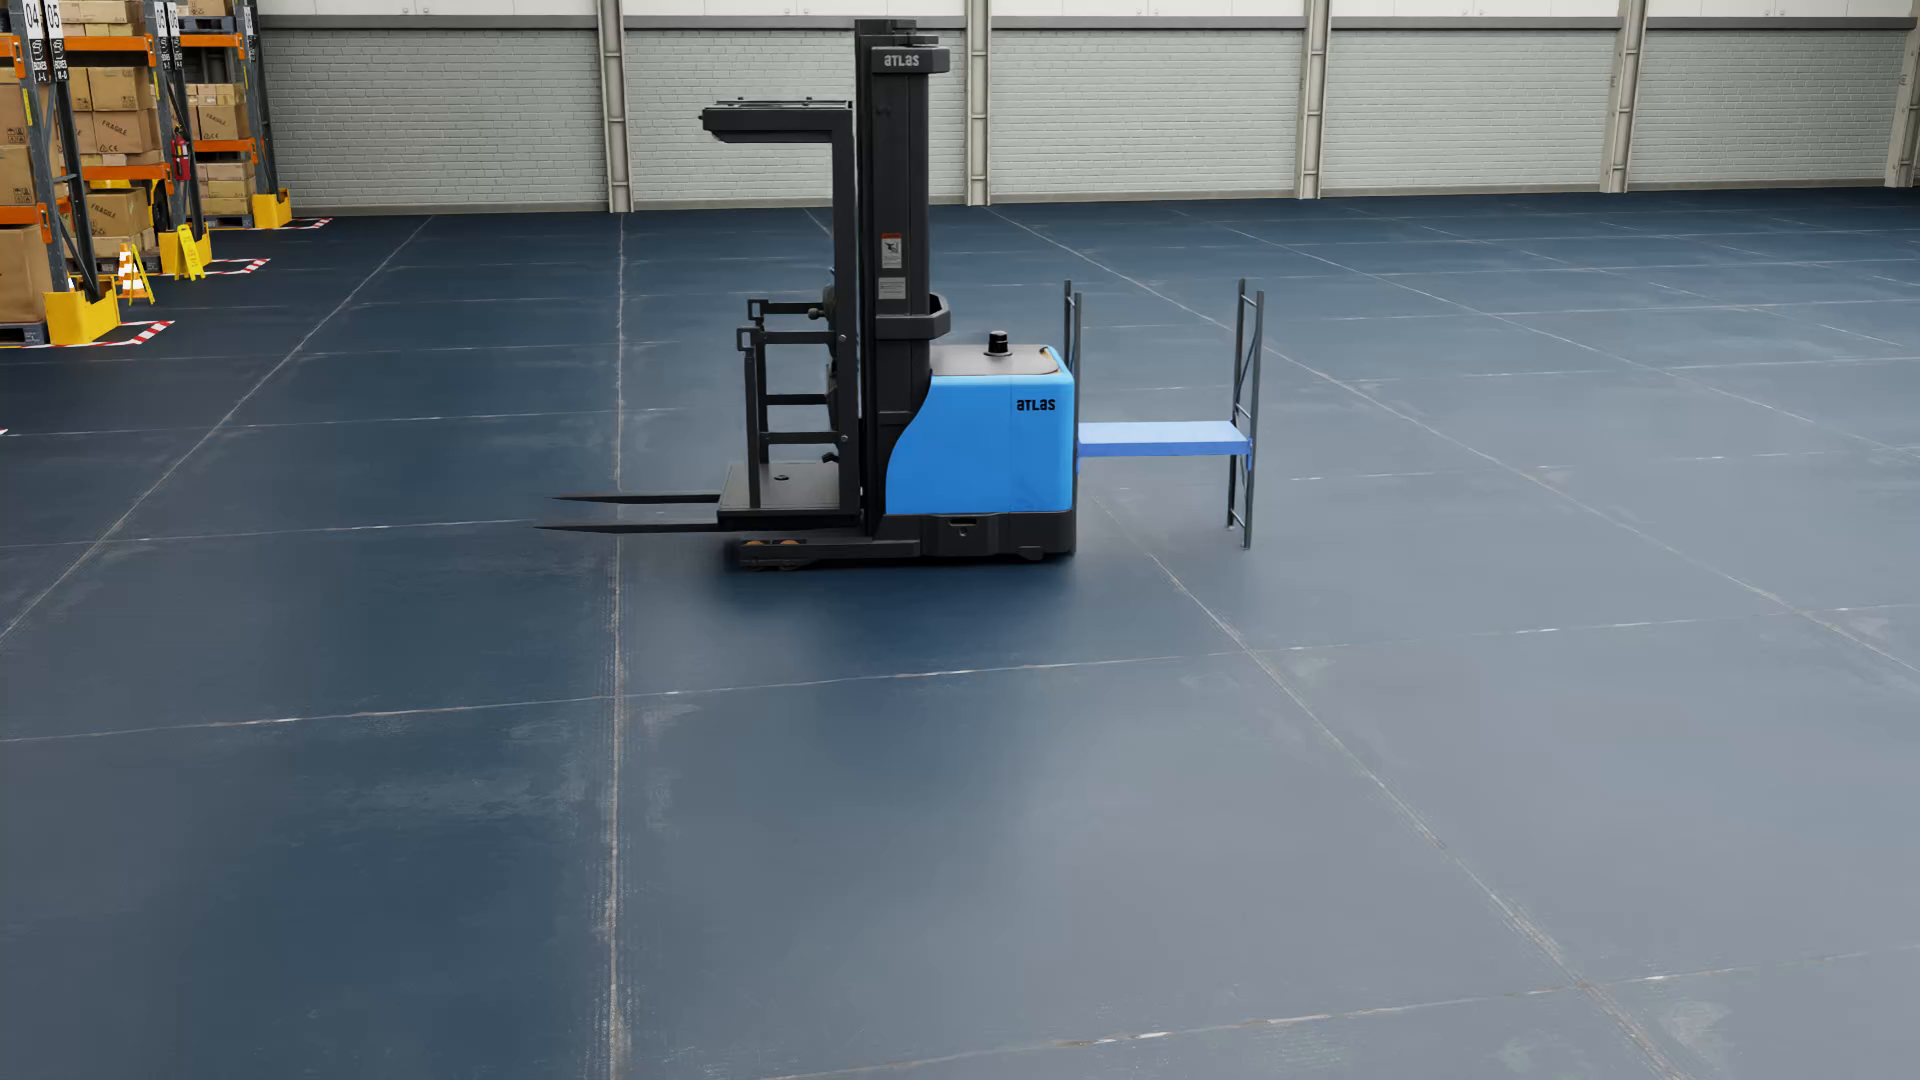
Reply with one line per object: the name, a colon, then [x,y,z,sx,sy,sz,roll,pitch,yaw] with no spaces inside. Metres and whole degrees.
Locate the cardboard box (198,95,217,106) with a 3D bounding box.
cardboard box: [-11.164,-6.551,24.756,0.250,0.149,0.380,-3,17,-10]

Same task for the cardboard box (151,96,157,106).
cardboard box: [-11.929,-6.515,24.639,0.250,0.149,0.380,-4,17,-12]

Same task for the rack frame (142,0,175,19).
rack frame: [-9.686,-7.753,19.727,0.127,3.000,1.000,-3,17,-10]

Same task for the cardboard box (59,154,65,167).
cardboard box: [-10.743,-4.605,20.125,0.250,0.149,0.380,-3,17,-9]

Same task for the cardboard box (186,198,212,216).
cardboard box: [-11.523,-5.060,25.145,0.500,0.250,0.500,-3,17,-10]

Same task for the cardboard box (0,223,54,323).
cardboard box: [-9.301,-2.592,16.045,0.875,0.875,0.875,-3,17,-10]

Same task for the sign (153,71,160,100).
sign: [-9.600,-5.429,19.867,0.005,0.325,0.100,-3,17,-10]

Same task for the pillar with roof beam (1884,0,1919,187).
pillar with roof beam: [18.786,-9.835,26.504,0.400,9.000,9.100,-3,17,-10]

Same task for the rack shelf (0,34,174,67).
rack shelf: [-11.650,-5.864,19.910,4.000,0.370,1.077,-3,17,-10]

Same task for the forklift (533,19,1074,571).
forklift: [-0.896,-1.388,9.337,3.031,2.935,1.130,-1,17,-3]

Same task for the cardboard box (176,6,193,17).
cardboard box: [-11.387,-7.744,24.351,0.250,0.149,0.380,-4,17,-12]

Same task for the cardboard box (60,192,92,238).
cardboard box: [-10.935,-3.980,20.352,0.500,0.500,0.500,-3,17,-8]

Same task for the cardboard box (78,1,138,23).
cardboard box: [-10.137,-6.283,19.800,0.500,0.250,0.500,-3,17,-11]

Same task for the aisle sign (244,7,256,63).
aisle sign: [-10.511,-7.477,24.620,0.004,0.787,0.394,-3,17,-10]

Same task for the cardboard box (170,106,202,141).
cardboard box: [-11.576,-6.234,24.830,0.500,0.500,0.500,-3,17,-9]

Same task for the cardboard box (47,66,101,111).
cardboard box: [-10.644,-5.436,20.020,0.500,0.500,0.700,-3,17,-10]

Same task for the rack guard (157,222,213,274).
rack guard: [-9.761,-3.686,20.961,0.348,0.500,1.175,-3,17,-10]

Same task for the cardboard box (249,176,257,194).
cardboard box: [-11.132,-5.475,25.644,0.500,0.250,0.500,-3,17,-9]

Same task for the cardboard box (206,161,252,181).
cardboard box: [-11.024,-5.565,25.085,0.500,0.250,0.500,-3,17,-9]

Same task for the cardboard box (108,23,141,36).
cardboard box: [-9.983,-6.098,19.877,0.250,0.149,0.380,-3,17,-10]

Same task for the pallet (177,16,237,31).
pallet: [-11.330,-7.676,24.734,1.213,0.211,1.003,-3,17,-10]

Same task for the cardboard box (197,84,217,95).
cardboard box: [-11.179,-6.712,24.776,0.250,0.149,0.380,-3,17,-10]

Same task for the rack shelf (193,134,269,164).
rack shelf: [-12.595,-5.861,25.009,4.000,0.370,1.077,-3,17,-10]

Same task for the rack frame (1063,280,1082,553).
rack frame: [0.636,-0.713,9.580,0.032,1.500,0.500,-1,17,-3]

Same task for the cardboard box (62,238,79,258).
cardboard box: [-10.939,-3.622,20.464,0.500,0.250,0.500,-3,17,-10]

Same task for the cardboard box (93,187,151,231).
cardboard box: [-10.554,-4.163,20.948,0.500,0.500,0.500,-4,17,-12]

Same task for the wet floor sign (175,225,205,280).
wet floor sign: [-9.296,-3.462,19.984,0.232,0.644,0.267,3,17,9]

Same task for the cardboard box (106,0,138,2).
cardboard box: [-9.962,-6.476,19.749,0.250,0.149,0.380,-3,17,-10]

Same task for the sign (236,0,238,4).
sign: [-10.542,-7.978,24.195,0.005,0.325,0.100,-3,17,-10]

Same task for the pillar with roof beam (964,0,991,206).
pillar with roof beam: [1.113,-8.832,23.240,0.400,9.000,9.100,-3,17,-10]

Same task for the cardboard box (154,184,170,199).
cardboard box: [-12.047,-5.264,24.959,0.500,0.250,0.500,-4,17,-12]

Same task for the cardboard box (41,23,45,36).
cardboard box: [-10.750,-6.075,19.801,0.250,0.149,0.380,-3,17,-10]

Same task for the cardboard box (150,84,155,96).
cardboard box: [-11.924,-6.651,24.576,0.250,0.149,0.380,-3,17,-9]

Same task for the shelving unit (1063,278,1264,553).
shelving unit: [1.144,-0.723,9.610,1.048,1.500,0.538,-1,17,-3]

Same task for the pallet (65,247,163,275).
pallet: [-10.565,-3.513,20.889,1.213,0.211,1.003,-3,17,-10]

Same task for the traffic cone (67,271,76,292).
traffic cone: [-9.439,-2.631,17.589,0.334,0.463,0.336,-3,17,-10]

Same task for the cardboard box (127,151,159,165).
cardboard box: [-10.013,-4.683,20.376,0.250,0.149,0.380,-3,17,-9]

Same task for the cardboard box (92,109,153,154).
cardboard box: [-10.167,-4.965,20.192,0.500,0.500,0.500,-4,17,-11]

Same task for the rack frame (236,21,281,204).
rack frame: [-10.631,-6.316,25.266,0.127,3.000,1.000,-3,17,-10]
